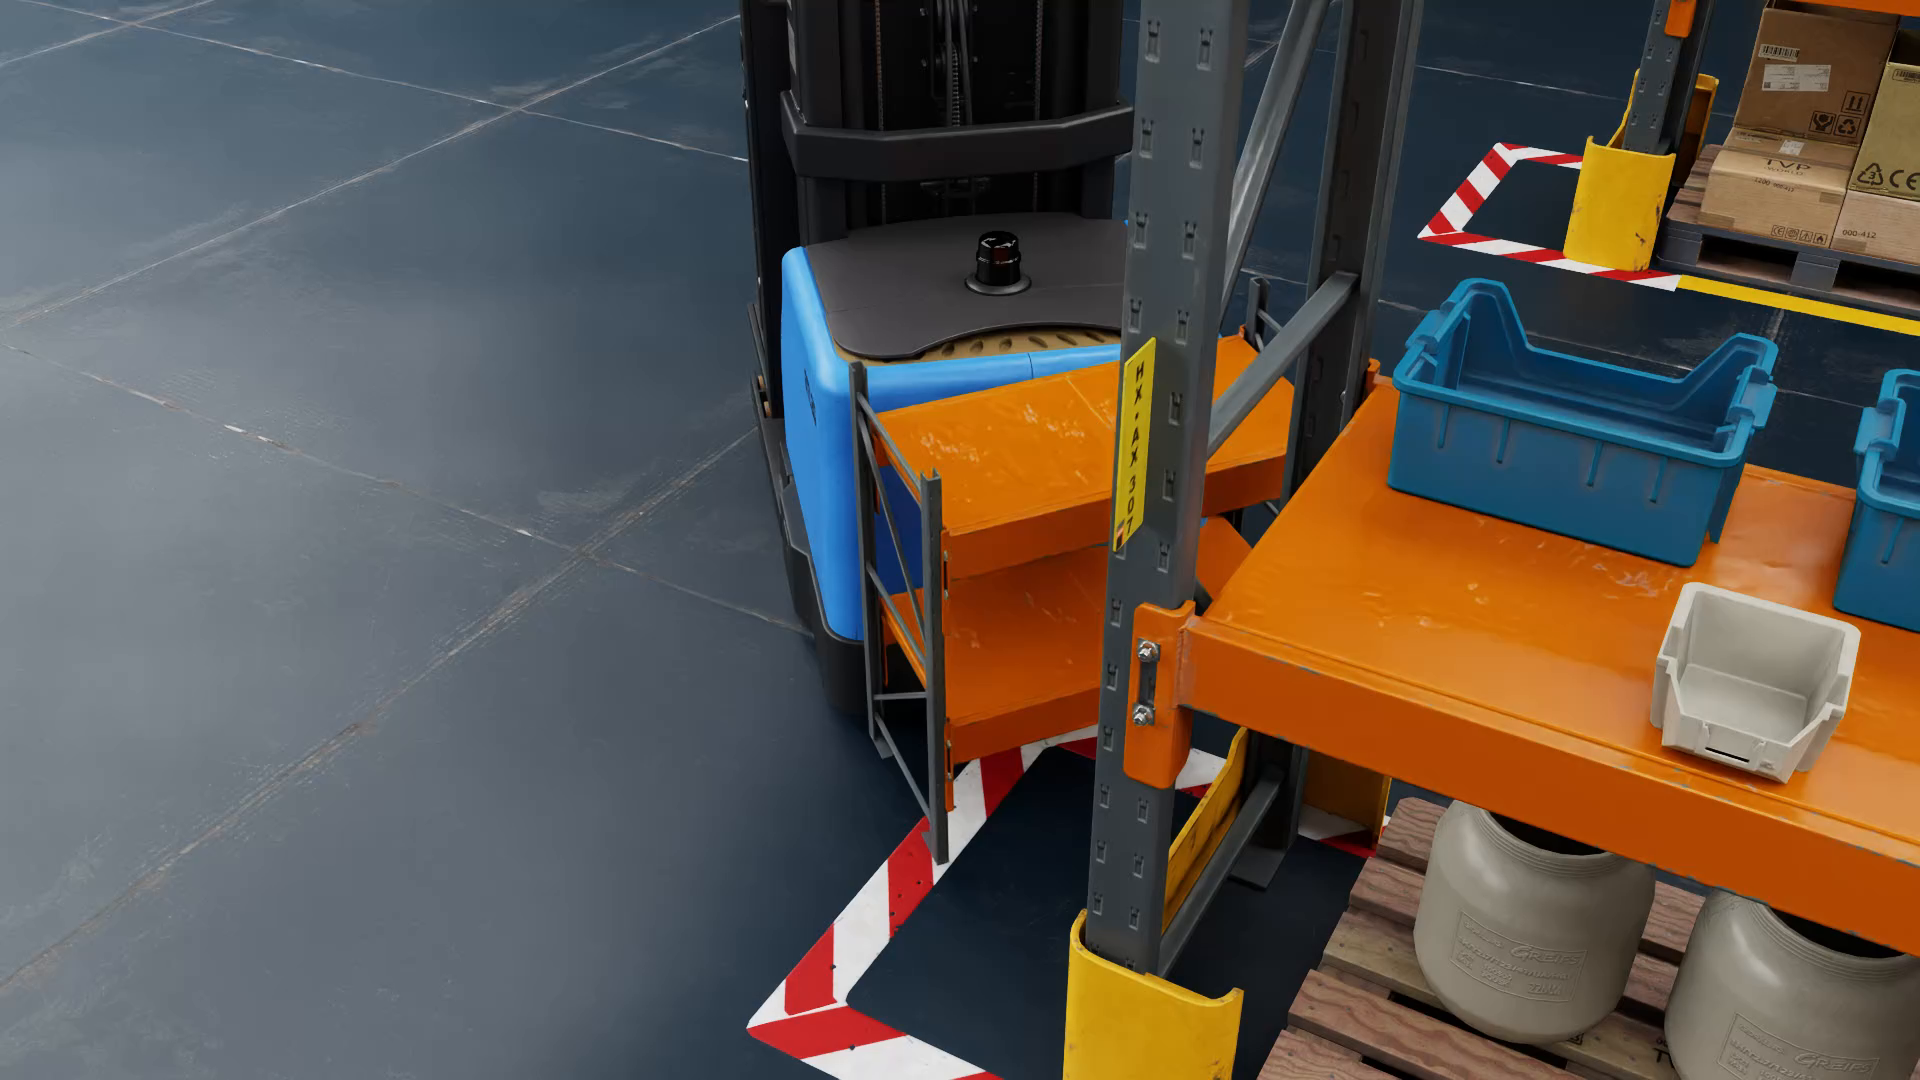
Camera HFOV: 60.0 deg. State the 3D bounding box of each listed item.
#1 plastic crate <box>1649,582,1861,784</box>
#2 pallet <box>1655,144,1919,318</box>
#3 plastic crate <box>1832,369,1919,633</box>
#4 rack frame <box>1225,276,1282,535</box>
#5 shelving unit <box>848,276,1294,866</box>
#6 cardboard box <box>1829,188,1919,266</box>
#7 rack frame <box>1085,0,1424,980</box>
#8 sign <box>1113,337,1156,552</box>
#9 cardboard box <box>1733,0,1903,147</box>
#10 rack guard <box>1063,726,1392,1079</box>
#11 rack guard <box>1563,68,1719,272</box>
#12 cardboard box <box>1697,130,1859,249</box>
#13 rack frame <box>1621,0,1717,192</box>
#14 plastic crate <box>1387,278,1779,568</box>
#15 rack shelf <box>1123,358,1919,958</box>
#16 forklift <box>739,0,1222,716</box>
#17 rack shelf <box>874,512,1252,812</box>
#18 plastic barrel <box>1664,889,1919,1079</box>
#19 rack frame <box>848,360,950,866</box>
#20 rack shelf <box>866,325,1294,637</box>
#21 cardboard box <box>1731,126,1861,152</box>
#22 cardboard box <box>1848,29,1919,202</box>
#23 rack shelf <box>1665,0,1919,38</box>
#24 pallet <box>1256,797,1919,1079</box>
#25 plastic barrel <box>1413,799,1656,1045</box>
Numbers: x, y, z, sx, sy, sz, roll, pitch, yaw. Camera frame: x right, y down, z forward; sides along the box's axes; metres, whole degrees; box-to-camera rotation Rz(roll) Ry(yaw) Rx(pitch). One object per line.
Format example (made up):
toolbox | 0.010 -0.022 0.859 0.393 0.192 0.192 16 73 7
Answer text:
plastic crate | 1.156 0.222 2.448 0.250 0.136 0.298 18 37 24
pallet | 3.685 -1.320 7.042 1.213 0.211 1.003 18 37 24
plastic crate | 1.683 -0.051 2.755 0.408 0.251 0.499 18 37 24
rack frame | 0.807 -0.043 4.140 0.032 1.125 0.500 -14 39 -17
shelving unit | 0.335 0.074 3.992 1.048 1.125 0.538 -14 39 -17
cardboard box | 3.791 -1.311 6.614 0.500 0.250 0.500 18 37 24
rack frame | 0.539 -0.288 2.977 0.127 3.000 1.000 18 37 24
sign | 0.262 -0.140 2.504 0.005 0.325 0.100 18 37 24
cardboard box | 3.613 -2.009 6.986 0.500 0.500 0.500 18 37 24
rack guard | 0.628 0.750 3.672 0.348 0.500 1.175 18 37 24
rack guard | 2.979 -1.637 7.257 0.348 0.500 1.175 18 37 24
cardboard box | 3.355 -1.447 6.818 0.500 0.250 0.500 18 37 24
rack frame | 3.000 -2.671 6.555 0.127 3.000 1.000 18 37 24
plastic crate | 1.122 -0.233 3.027 0.616 0.251 0.499 18 37 24
rack shelf | 2.275 0.561 2.350 4.000 0.370 1.077 18 37 24
forklift | -0.125 -1.562 4.951 1.130 2.935 3.031 -6 34 -10
rack shelf | 0.337 0.269 4.139 1.000 0.278 0.538 -14 39 -17
plastic barrel | 1.583 0.854 3.126 0.421 0.512 0.421 0 34 0
rack frame | -0.137 0.190 3.844 0.032 1.125 0.500 -14 39 -17
rack shelf | 0.332 -0.160 3.816 1.000 0.278 0.538 -14 39 -17
cardboard box | 3.612 -1.696 7.192 0.500 0.250 0.500 18 37 24
cardboard box | 3.790 -1.622 6.405 0.500 0.500 0.500 18 37 24
rack shelf | 4.736 -1.821 5.928 4.000 0.370 1.077 18 37 24
pallet | 1.331 1.097 3.413 1.213 0.211 1.003 18 37 24
plastic barrel | 1.148 0.717 3.333 0.421 0.512 0.421 0 34 0
